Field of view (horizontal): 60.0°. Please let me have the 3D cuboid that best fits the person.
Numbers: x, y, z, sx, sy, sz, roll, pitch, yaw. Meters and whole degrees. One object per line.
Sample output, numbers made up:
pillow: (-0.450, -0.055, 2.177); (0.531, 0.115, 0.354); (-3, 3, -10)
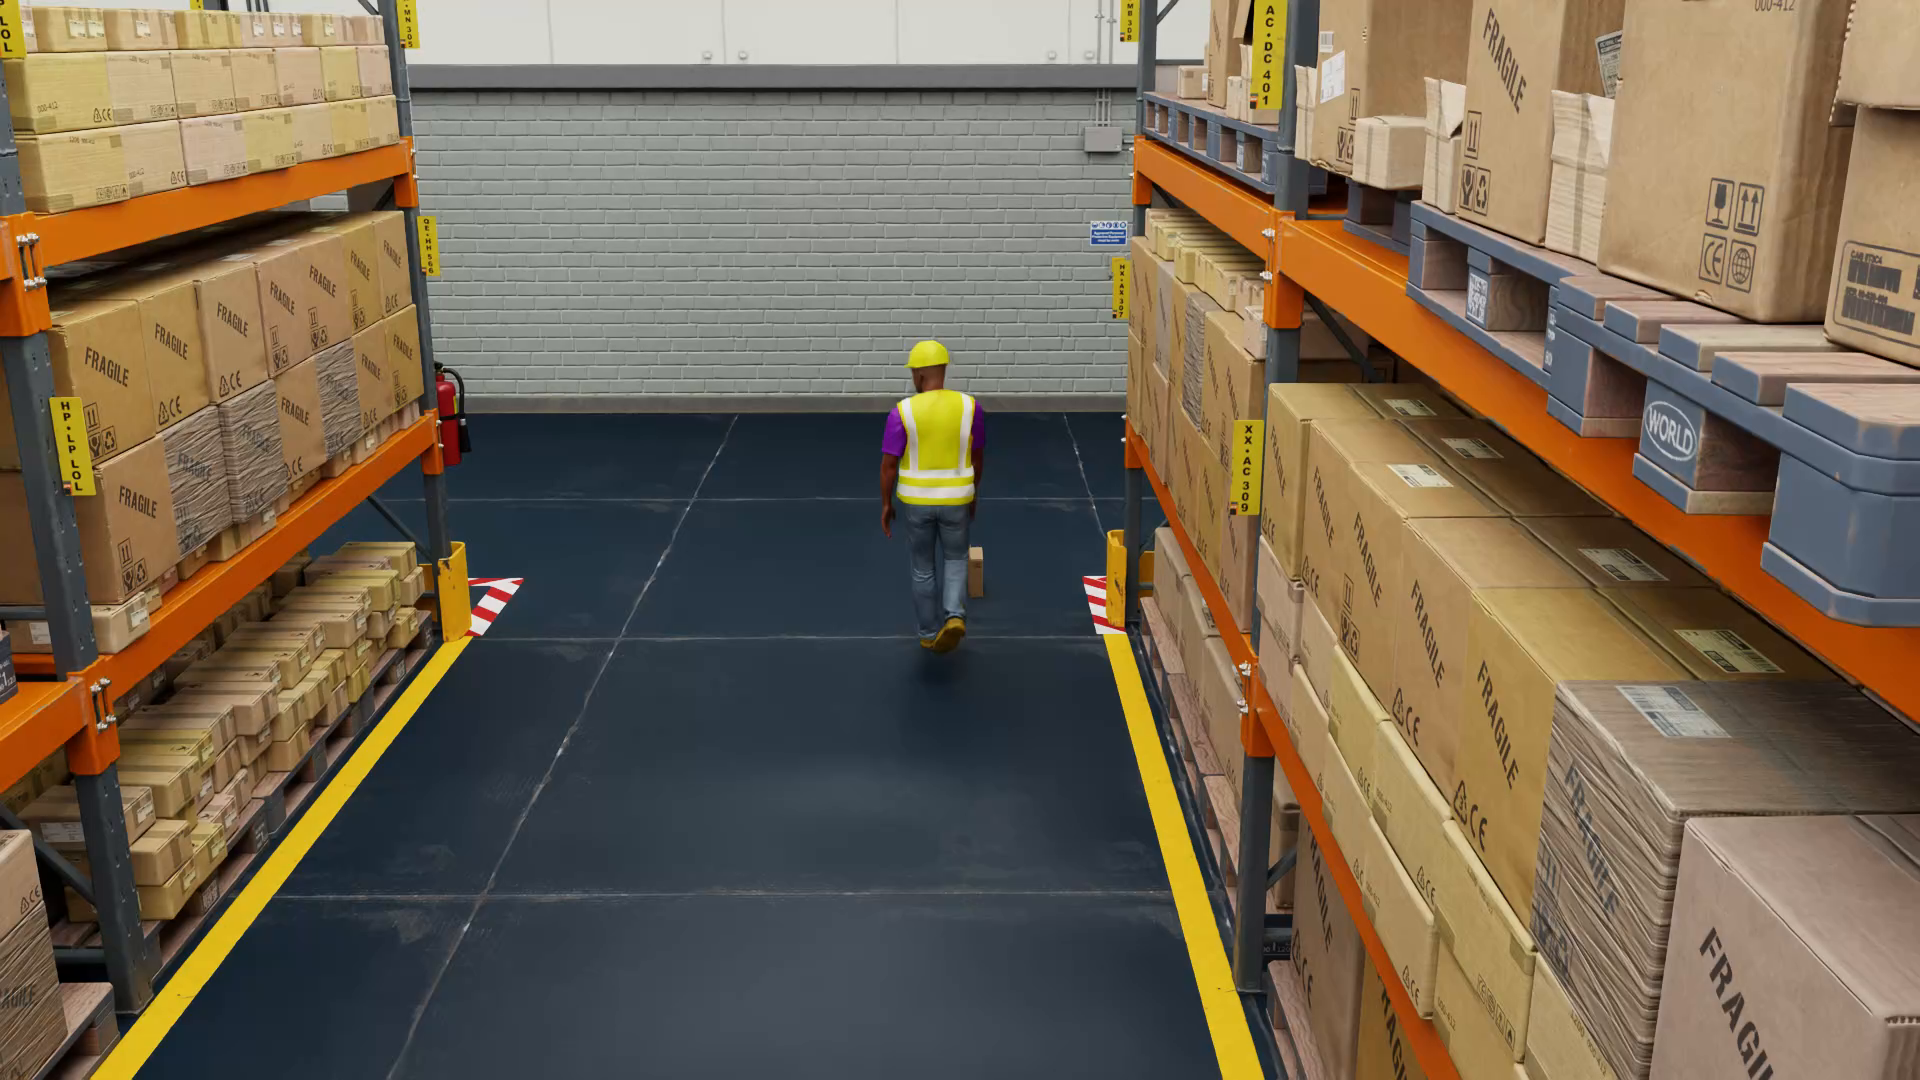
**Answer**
person: (-0.147, -0.210, 9.156); (0.586, 1.763, 0.693); (-2, 17, -5)
